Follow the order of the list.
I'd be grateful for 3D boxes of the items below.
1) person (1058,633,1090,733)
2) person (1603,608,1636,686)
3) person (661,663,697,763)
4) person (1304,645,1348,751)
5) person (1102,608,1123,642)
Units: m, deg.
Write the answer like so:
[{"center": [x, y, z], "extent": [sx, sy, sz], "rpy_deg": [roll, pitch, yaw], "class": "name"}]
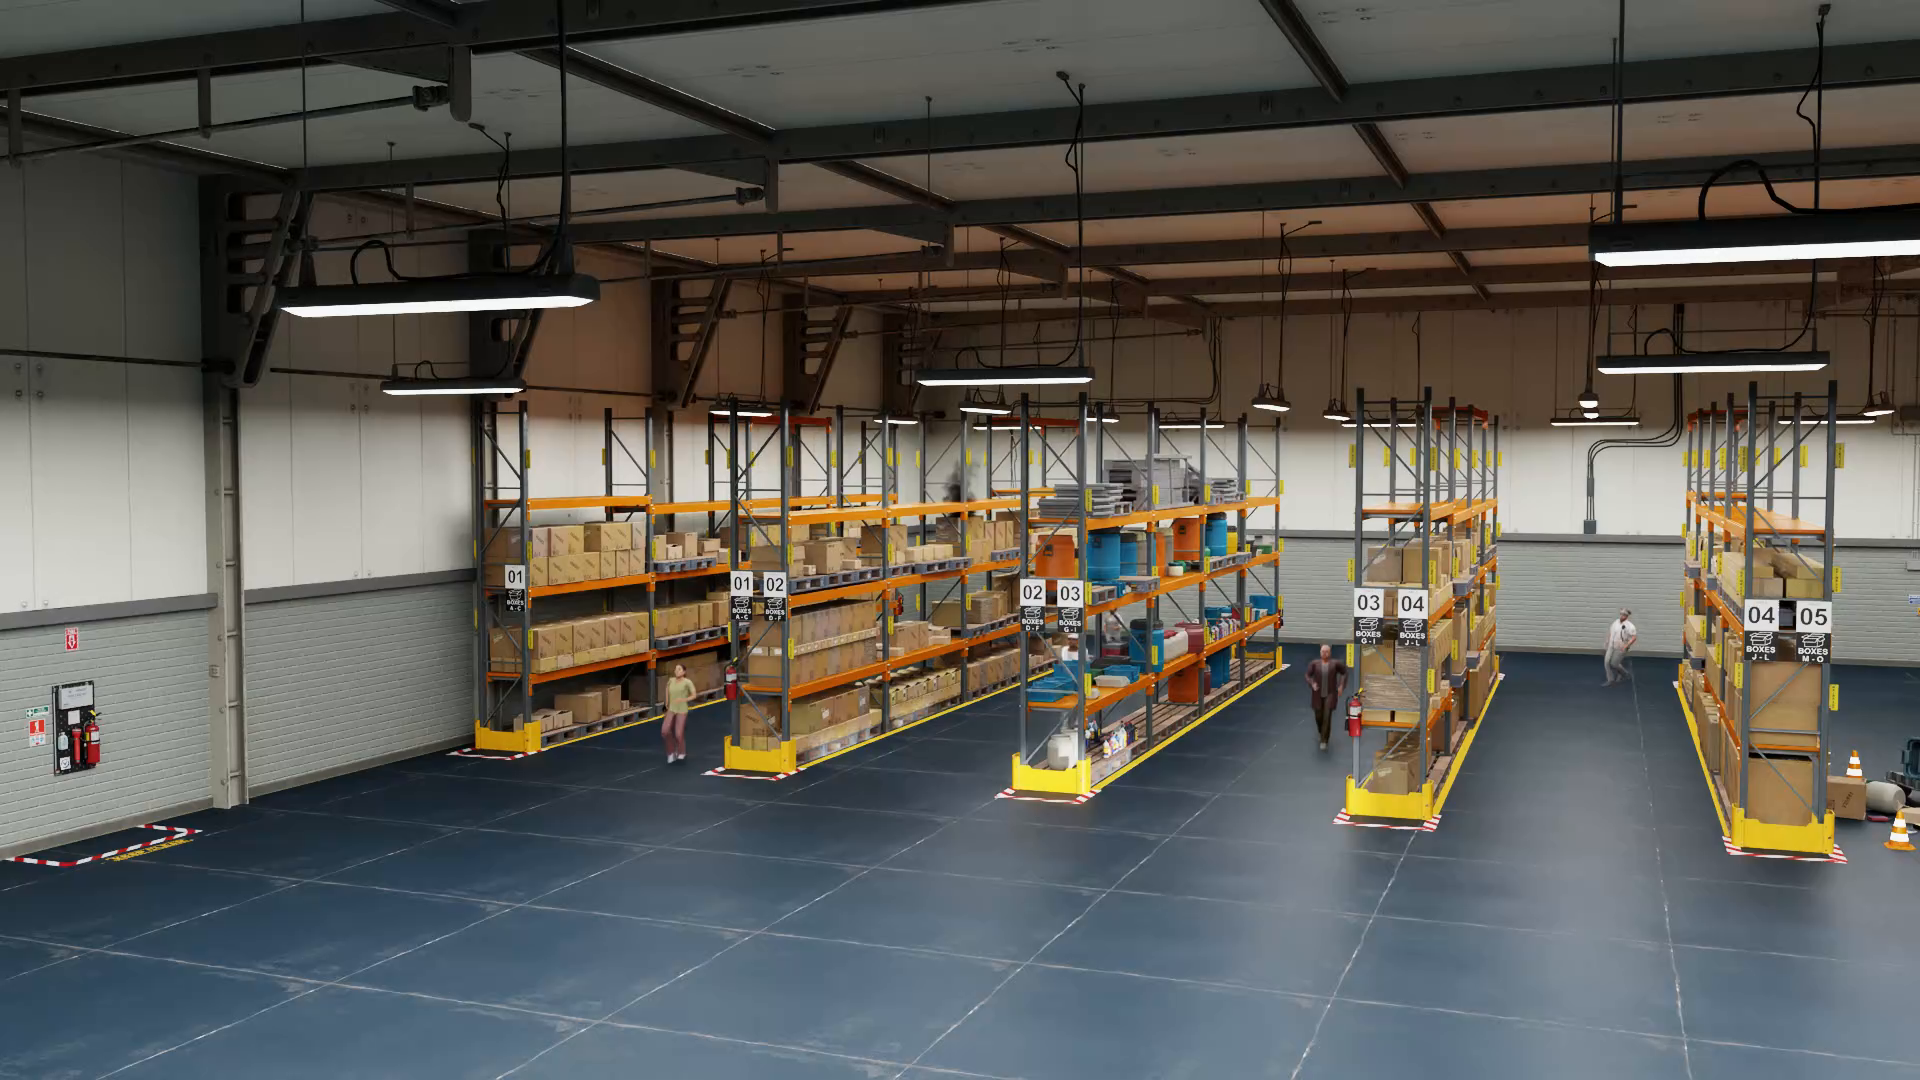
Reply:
[{"center": [2.069, 2.618, 30.645], "extent": [0.666, 1.841, 0.760], "rpy_deg": [1, 3, 19], "class": "person"}, {"center": [14.561, 2.363, 36.750], "extent": [0.581, 1.739, 0.719], "rpy_deg": [-2, 3, -29], "class": "person"}, {"center": [-4.620, 2.864, 27.420], "extent": [0.622, 1.703, 0.591], "rpy_deg": [1, 3, 18], "class": "person"}, {"center": [6.358, 2.714, 28.907], "extent": [0.736, 1.786, 0.890], "rpy_deg": [1, 3, 20], "class": "person"}, {"center": [3.593, 2.279, 39.180], "extent": [0.547, 1.597, 0.817], "rpy_deg": [1, 3, 18], "class": "person"}]
